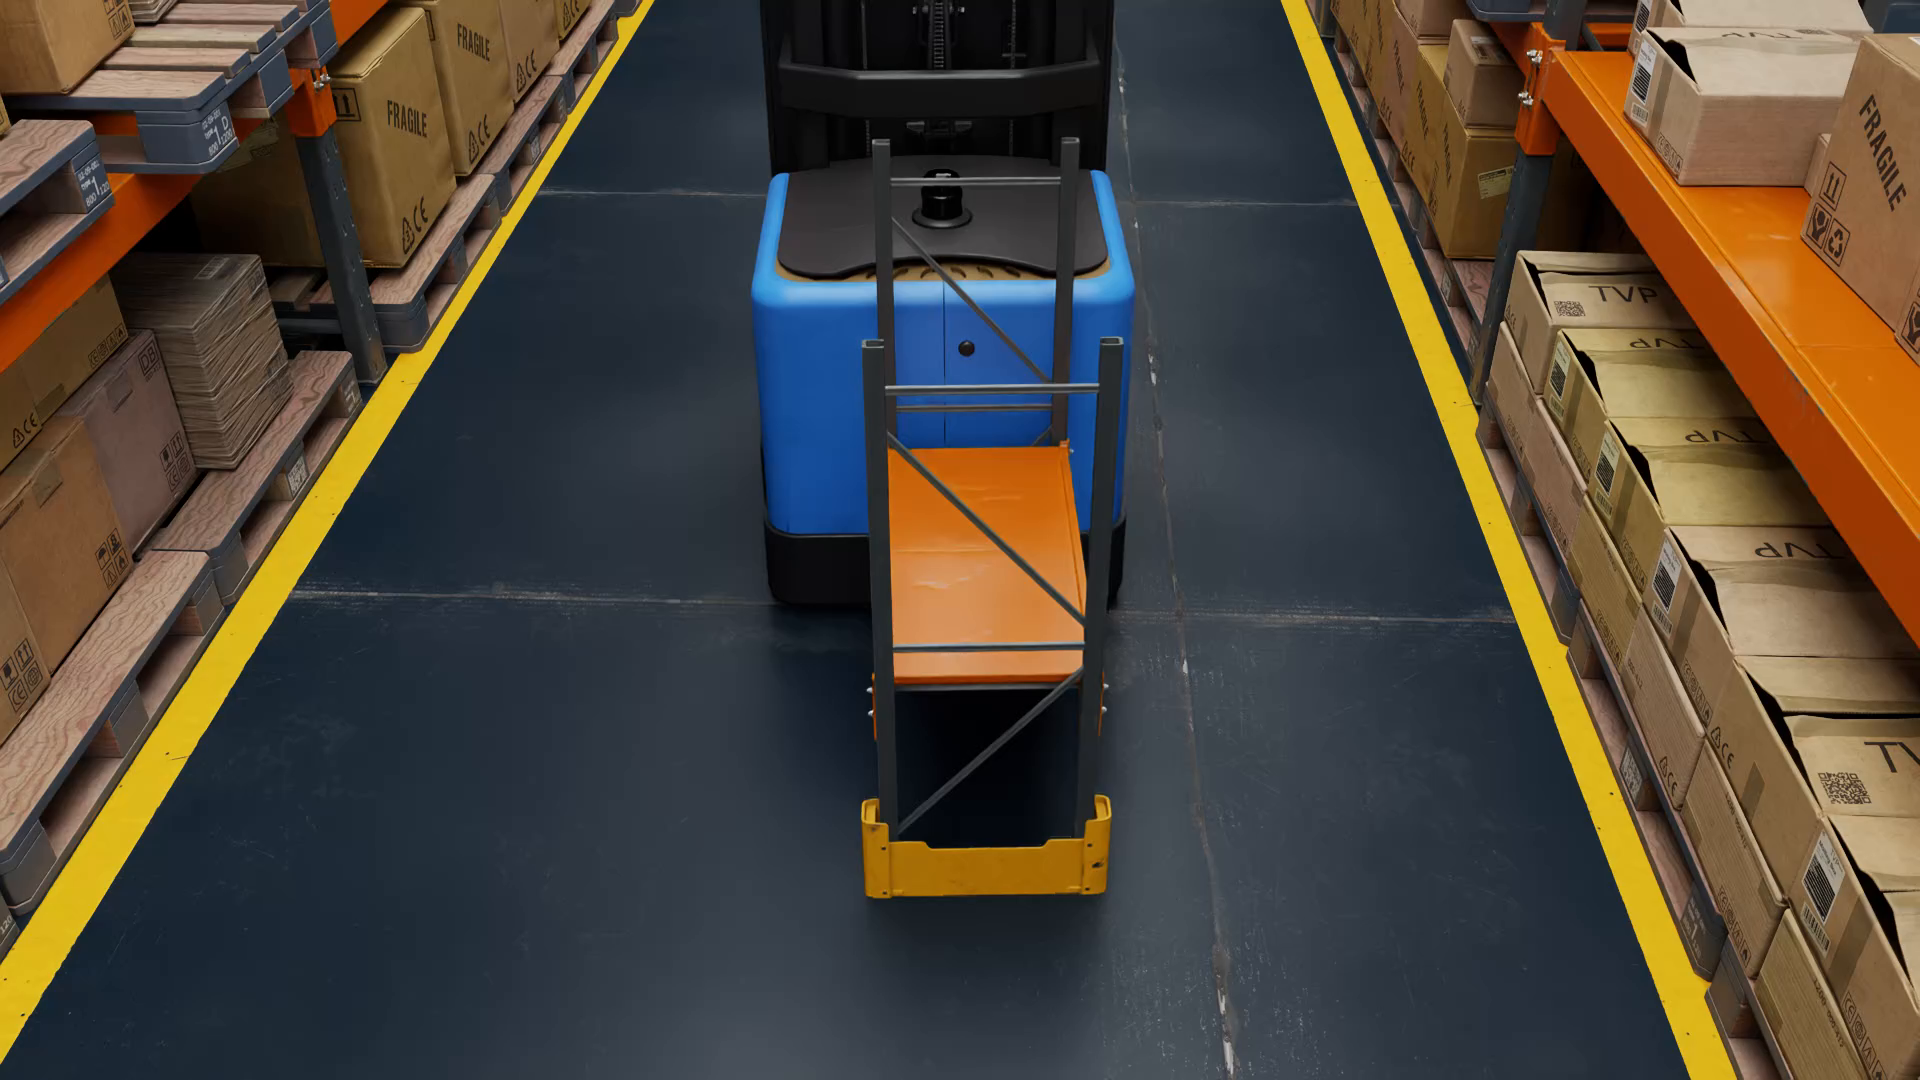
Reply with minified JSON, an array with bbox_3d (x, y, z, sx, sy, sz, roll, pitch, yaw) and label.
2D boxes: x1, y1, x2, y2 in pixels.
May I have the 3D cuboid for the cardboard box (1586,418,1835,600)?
[{"bbox_3d":[1.986,-0.107,4.332,0.500,0.311,0.500,0,35,1],"label":"cardboard box"}]

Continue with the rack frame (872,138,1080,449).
[{"bbox_3d":[0.038,-0.349,4.442,0.500,1.500,0.032,-1,35,-1],"label":"rack frame"}]

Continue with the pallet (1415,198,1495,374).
[{"bbox_3d":[2.403,-1.007,6.500,1.003,0.211,1.213,1,35,2],"label":"pallet"}]

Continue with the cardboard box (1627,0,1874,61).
[{"bbox_3d":[2.277,-1.476,4.818,0.500,0.311,0.500,3,35,5],"label":"cardboard box"}]

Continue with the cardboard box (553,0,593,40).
[{"bbox_3d":[-2.350,-3.046,8.480,0.750,0.750,0.750,2,35,2],"label":"cardboard box"}]

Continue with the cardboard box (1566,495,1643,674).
[{"bbox_3d":[1.987,0.115,4.504,0.500,0.250,0.500,0,35,1],"label":"cardboard box"}]

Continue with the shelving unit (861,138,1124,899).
[{"bbox_3d":[0.050,-0.062,4.034,0.587,1.500,1.083,-1,35,-1],"label":"shelving unit"}]

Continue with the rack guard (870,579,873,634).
[{"bbox_3d":[0.038,0.163,4.801,0.587,0.250,0.087,-1,35,-1],"label":"rack guard"}]

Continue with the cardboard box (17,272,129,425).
[{"bbox_3d":[-2.677,-0.556,4.571,0.500,0.250,0.500,2,35,3],"label":"cardboard box"}]

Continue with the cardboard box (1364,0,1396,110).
[{"bbox_3d":[2.195,-2.310,7.719,0.500,0.500,0.500,2,35,2],"label":"cardboard box"}]

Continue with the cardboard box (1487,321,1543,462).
[{"bbox_3d":[2.021,-0.473,5.340,0.500,0.250,0.500,1,35,2],"label":"cardboard box"}]

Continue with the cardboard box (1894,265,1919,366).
[{"bbox_3d":[2.263,-0.494,3.257,0.500,0.500,0.500,1,35,2],"label":"cardboard box"}]

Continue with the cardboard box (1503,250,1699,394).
[{"bbox_3d":[2.021,-0.702,5.179,0.500,0.311,0.500,2,35,3],"label":"cardboard box"}]

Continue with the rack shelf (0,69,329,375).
[{"bbox_3d":[-2.695,-0.389,3.820,1.077,0.370,4.000,1,35,2],"label":"rack shelf"}]

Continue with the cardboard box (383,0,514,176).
[{"bbox_3d":[-2.412,-2.047,7.059,0.750,0.750,0.750,1,35,2],"label":"cardboard box"}]

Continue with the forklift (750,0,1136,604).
[{"bbox_3d":[-0.076,-1.829,5.303,1.130,2.935,3.031,-1,35,-1],"label":"forklift"}]

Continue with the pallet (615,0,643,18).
[{"bbox_3d":[-2.345,-3.425,9.939,1.003,0.211,1.213,1,35,2],"label":"pallet"}]

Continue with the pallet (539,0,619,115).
[{"bbox_3d":[-2.409,-2.545,8.687,1.003,0.211,1.213,1,35,2],"label":"pallet"}]

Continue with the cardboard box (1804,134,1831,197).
[{"bbox_3d":[2.341,-0.883,4.117,0.380,0.149,0.250,4,35,5],"label":"cardboard box"}]

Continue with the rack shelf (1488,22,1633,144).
[{"bbox_3d":[2.416,-2.575,6.931,1.077,0.370,4.000,1,35,2],"label":"rack shelf"}]

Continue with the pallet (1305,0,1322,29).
[{"bbox_3d":[2.525,-3.272,9.722,1.003,0.211,1.213,1,35,2],"label":"pallet"}]

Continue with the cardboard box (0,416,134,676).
[{"bbox_3d":[-2.720,0.005,4.426,0.700,0.500,0.500,1,35,2],"label":"cardboard box"}]

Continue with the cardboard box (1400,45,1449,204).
[{"bbox_3d":[2.160,-1.717,6.876,0.500,0.500,0.500,0,35,0],"label":"cardboard box"}]

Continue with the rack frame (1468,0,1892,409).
[{"bbox_3d":[2.336,-1.720,5.089,1.000,3.000,0.127,1,35,2],"label":"rack frame"}]

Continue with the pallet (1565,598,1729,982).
[{"bbox_3d":[2.212,0.592,4.224,1.003,0.211,1.213,1,35,2],"label":"pallet"}]

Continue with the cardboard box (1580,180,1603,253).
[{"bbox_3d":[2.655,-1.433,6.472,0.500,0.500,0.500,0,35,0],"label":"cardboard box"}]

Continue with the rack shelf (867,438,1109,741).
[{"bbox_3d":[0.050,0.090,4.130,0.538,0.185,1.000,-1,35,-1],"label":"rack shelf"}]

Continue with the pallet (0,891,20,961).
[{"bbox_3d":[-2.745,1.159,3.417,1.003,0.211,1.213,1,35,2],"label":"pallet"}]

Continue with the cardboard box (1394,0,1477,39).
[{"bbox_3d":[2.174,-2.347,7.120,0.500,0.250,0.500,1,35,1],"label":"cardboard box"}]

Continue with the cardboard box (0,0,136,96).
[{"bbox_3d":[-2.618,-1.461,4.251,0.700,0.500,0.500,-2,35,-3],"label":"cardboard box"}]

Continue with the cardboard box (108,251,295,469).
[{"bbox_3d":[-2.591,-0.575,5.250,0.700,0.500,0.500,2,35,3],"label":"cardboard box"}]

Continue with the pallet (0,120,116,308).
[{"bbox_3d":[-2.653,-0.616,3.684,1.003,0.211,1.213,1,35,2],"label":"pallet"}]

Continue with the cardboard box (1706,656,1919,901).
[{"bbox_3d":[1.942,0.477,3.501,0.500,0.311,0.500,1,35,2],"label":"cardboard box"}]

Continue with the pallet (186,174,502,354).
[{"bbox_3d":[-2.507,-1.143,6.692,1.003,0.211,1.213,1,35,2],"label":"pallet"}]

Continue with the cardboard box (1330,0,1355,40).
[{"bbox_3d":[2.233,-2.903,8.564,0.500,0.500,0.500,0,35,0],"label":"cardboard box"}]

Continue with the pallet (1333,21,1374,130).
[{"bbox_3d":[2.501,-2.409,8.494,1.003,0.211,1.213,1,35,2],"label":"pallet"}]

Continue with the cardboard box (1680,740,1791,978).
[{"bbox_3d":[1.944,0.702,3.669,0.500,0.250,0.500,2,35,3],"label":"cardboard box"}]
